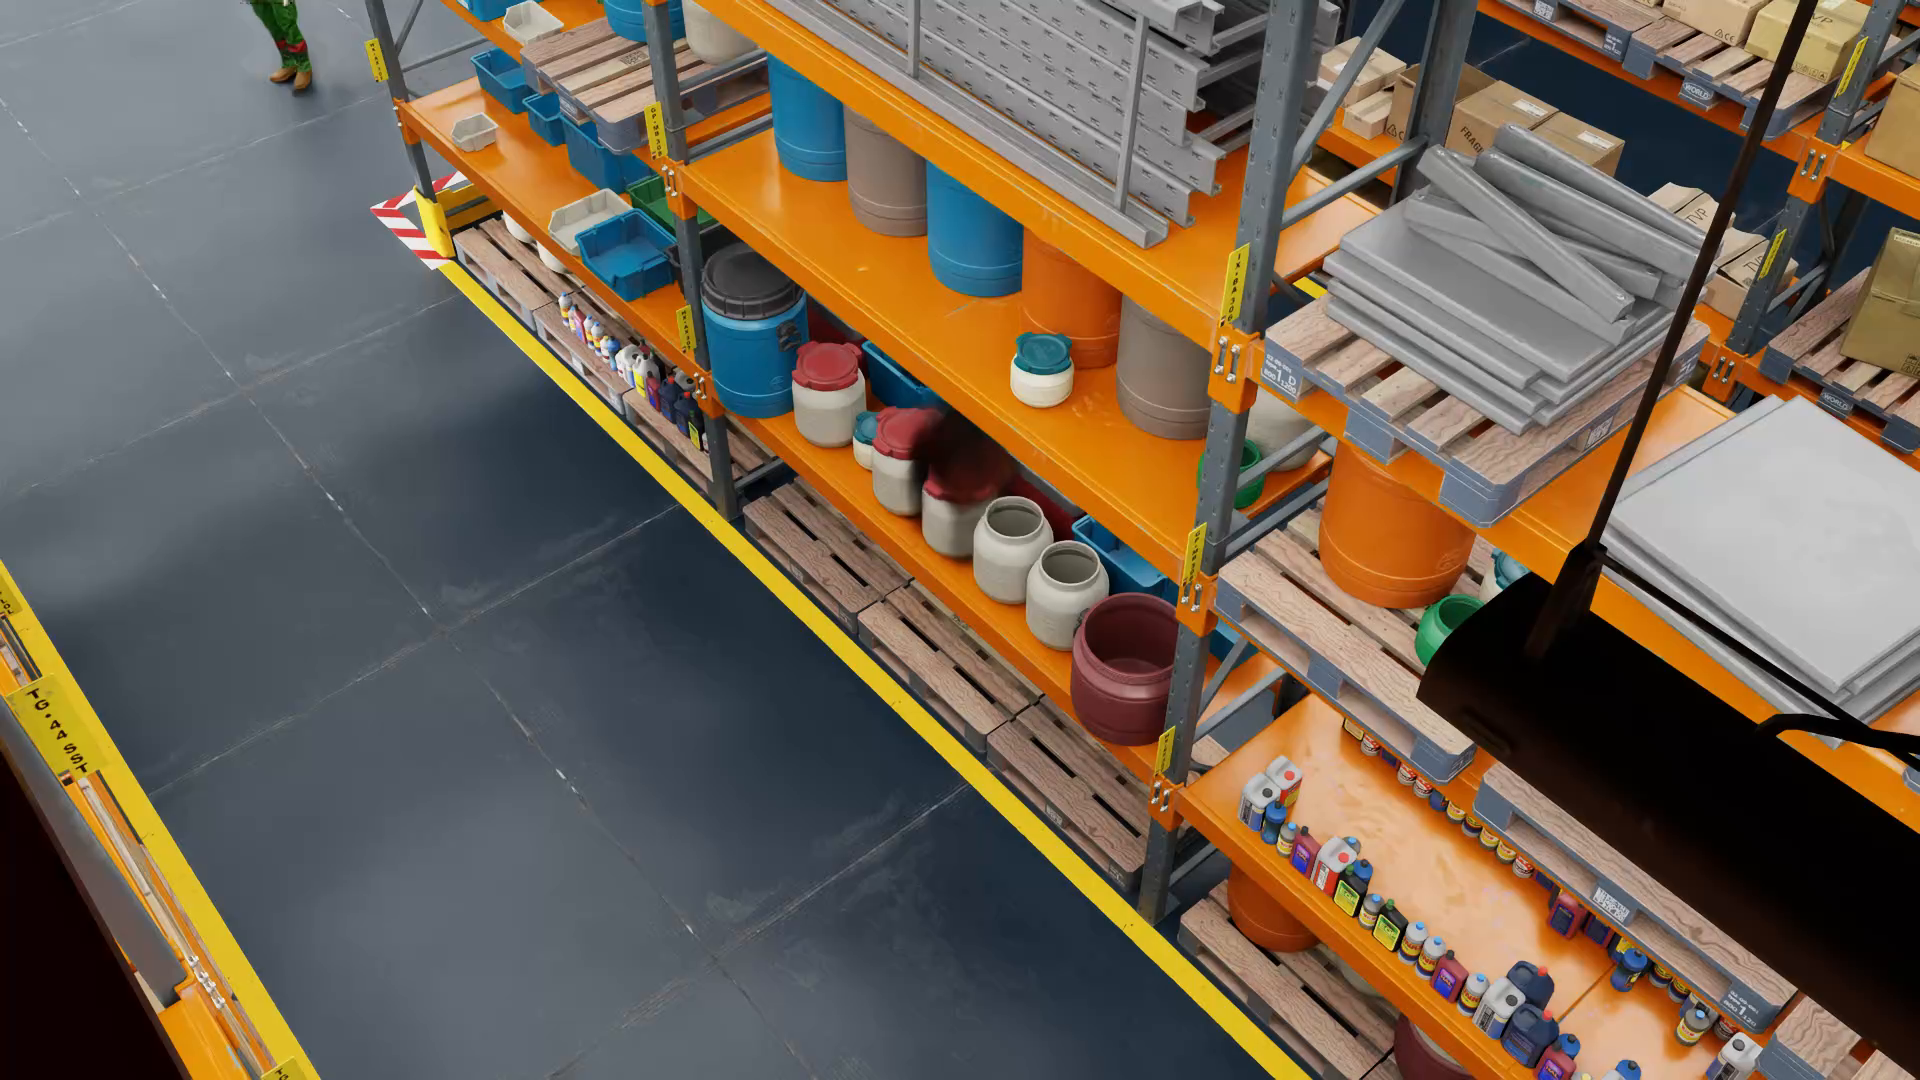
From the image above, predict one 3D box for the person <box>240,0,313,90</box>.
[{"bbox_3d":[-5.978,-4.763,14.265,0.582,1.795,0.375,8,47,8],"label":"person"}]
